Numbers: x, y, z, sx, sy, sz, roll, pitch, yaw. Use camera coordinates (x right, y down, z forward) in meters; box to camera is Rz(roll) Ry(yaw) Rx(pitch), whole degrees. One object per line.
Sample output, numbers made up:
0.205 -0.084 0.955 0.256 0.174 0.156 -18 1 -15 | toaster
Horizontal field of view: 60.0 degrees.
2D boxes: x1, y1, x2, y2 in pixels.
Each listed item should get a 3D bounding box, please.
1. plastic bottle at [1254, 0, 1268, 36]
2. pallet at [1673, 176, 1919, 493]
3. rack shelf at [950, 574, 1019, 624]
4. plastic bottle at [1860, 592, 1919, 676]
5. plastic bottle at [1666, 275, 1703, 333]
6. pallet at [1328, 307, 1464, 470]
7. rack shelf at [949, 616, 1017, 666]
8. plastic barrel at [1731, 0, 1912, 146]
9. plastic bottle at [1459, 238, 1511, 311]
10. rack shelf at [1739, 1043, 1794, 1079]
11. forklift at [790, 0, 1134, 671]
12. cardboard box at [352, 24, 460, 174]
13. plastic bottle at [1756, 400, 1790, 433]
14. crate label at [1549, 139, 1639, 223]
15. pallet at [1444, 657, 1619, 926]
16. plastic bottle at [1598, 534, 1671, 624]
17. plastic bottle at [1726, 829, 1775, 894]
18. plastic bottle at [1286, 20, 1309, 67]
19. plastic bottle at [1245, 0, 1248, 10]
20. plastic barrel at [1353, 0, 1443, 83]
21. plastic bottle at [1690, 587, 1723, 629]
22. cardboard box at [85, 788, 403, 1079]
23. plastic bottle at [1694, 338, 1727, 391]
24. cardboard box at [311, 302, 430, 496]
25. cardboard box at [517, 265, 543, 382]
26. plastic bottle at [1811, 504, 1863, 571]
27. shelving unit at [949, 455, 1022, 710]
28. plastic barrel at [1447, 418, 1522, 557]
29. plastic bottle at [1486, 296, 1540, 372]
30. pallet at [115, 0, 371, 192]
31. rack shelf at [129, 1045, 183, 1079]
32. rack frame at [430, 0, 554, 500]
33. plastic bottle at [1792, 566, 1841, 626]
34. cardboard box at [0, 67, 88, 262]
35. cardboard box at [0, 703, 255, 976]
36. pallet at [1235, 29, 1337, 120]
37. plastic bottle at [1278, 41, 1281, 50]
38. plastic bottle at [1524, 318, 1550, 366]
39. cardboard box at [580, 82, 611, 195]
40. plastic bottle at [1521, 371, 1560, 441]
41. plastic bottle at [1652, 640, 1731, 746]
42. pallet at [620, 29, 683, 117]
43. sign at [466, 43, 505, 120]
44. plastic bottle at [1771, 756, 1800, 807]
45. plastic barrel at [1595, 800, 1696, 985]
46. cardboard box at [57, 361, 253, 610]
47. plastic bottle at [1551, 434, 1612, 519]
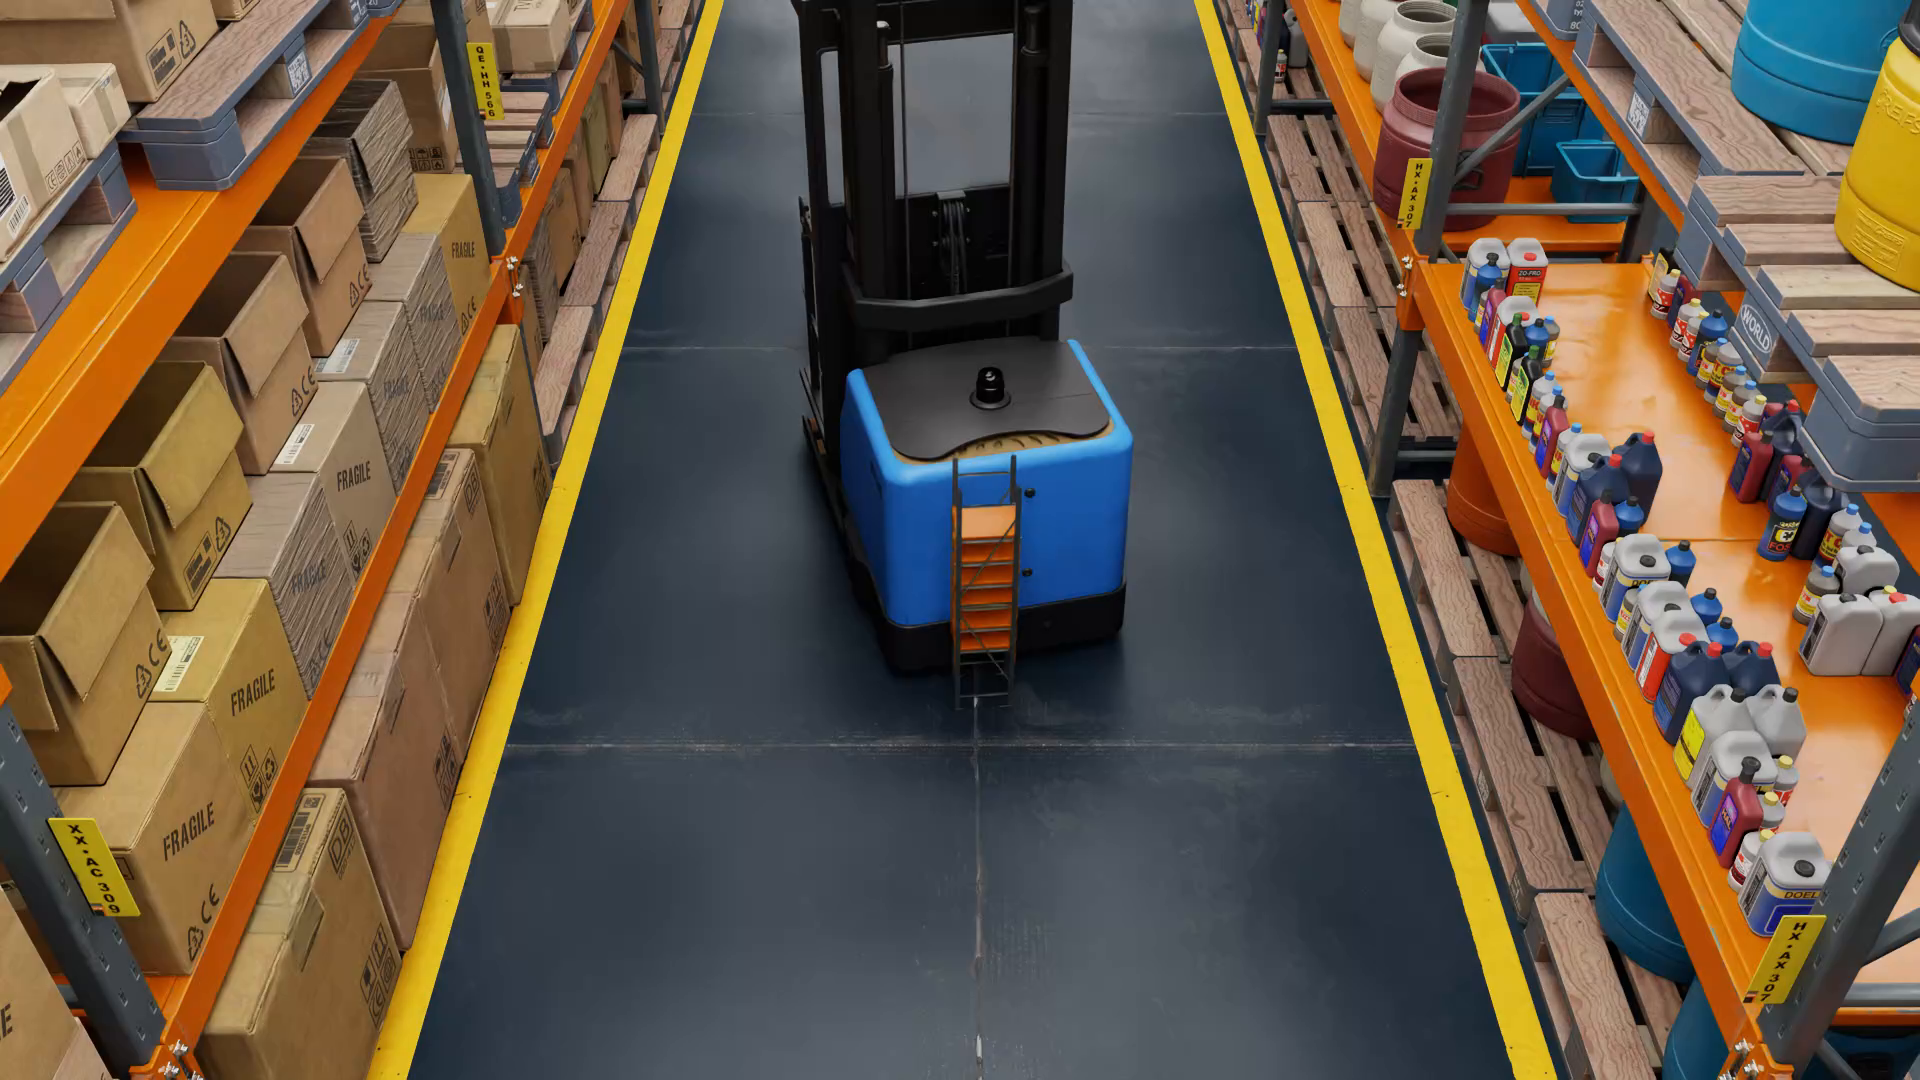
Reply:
2.182 -3.770 11.823 0.144 0.351 0.185 0 39 0 | plastic bottle
2.382 -0.492 3.718 1.213 0.211 1.003 0 39 0 | pallet
0.095 0.226 6.571 0.258 0.103 0.180 -3 43 -4 | rack shelf
2.860 0.275 5.108 0.152 0.276 0.135 0 39 0 | plastic bottle
2.903 -0.964 6.648 0.061 0.283 0.133 0 39 0 | plastic bottle
2.514 -0.803 8.583 1.003 0.211 1.213 0 39 0 | pallet
0.093 0.402 6.733 0.258 0.103 0.180 -3 43 -4 | rack shelf
2.326 -1.502 4.091 0.600 0.901 0.708 0 39 0 | plastic barrel
2.153 -1.087 6.807 0.152 0.276 0.135 0 39 0 | plastic bottle
2.483 2.626 2.649 1.077 0.370 4.000 0 39 0 | rack shelf
-0.157 -1.525 7.309 1.130 2.935 3.031 -9 40 -11 | forklift
-2.517 -1.943 7.361 0.500 0.500 0.500 -5 39 -6 | cardboard box
2.904 -0.394 5.936 0.061 0.283 0.133 0 39 0 | plastic bottle
2.850 -1.605 7.488 0.303 0.233 0.416 0 39 0 | crate label
2.517 0.936 6.414 1.003 0.211 1.213 0 39 0 | pallet
2.156 0.124 5.296 0.152 0.276 0.135 0 39 0 | plastic bottle
2.129 0.854 4.445 0.097 0.201 0.097 0 39 0 | plastic bottle
2.327 -3.449 11.421 0.144 0.351 0.185 0 39 0 | plastic bottle
2.158 -4.016 12.249 0.097 0.201 0.097 0 39 0 | plastic bottle
2.255 -2.633 8.528 0.433 0.535 0.433 0 39 0 | plastic barrel
2.281 0.259 5.131 0.097 0.271 0.097 0 39 0 | plastic bottle
-2.493 1.363 5.013 1.225 0.875 0.875 0 39 0 | cardboard box
2.886 -0.677 6.355 0.097 0.201 0.097 0 39 0 | plastic bottle
-2.230 -0.497 5.892 0.500 0.500 0.500 -1 39 -2 | cardboard box
-2.498 -1.018 8.269 0.700 0.500 0.500 -2 39 -2 | cardboard box
2.887 -0.002 5.457 0.097 0.271 0.097 0 39 0 | plastic bottle
0.095 0.193 6.541 0.258 1.200 0.189 -3 43 -4 | shelving unit
2.494 -0.418 7.272 0.600 0.830 0.708 0 39 0 | plastic barrel
2.154 -0.798 6.446 0.152 0.276 0.135 0 39 0 | plastic bottle
-2.419 -1.398 4.848 1.003 0.211 1.213 2 39 2 | pallet
-2.470 2.630 2.645 1.077 0.370 4.000 0 39 0 | rack shelf
-2.477 -1.403 7.102 1.000 3.000 0.127 0 39 0 | rack frame
2.735 0.170 5.298 0.097 0.201 0.097 0 39 0 | plastic bottle
-2.384 -0.887 3.795 0.500 0.311 0.500 -1 39 -2 | cardboard box
-2.223 0.772 4.309 0.500 0.500 0.500 0 39 0 | cardboard box
2.512 -3.240 11.624 1.003 0.211 1.213 0 39 0 | pallet
2.141 -3.320 11.315 0.061 0.283 0.133 2 39 2 | plastic bottle
2.187 -0.724 6.357 0.097 0.271 0.097 0 39 0 | plastic bottle
-2.521 -2.418 10.016 0.700 0.500 0.500 0 39 0 | cardboard box
2.127 -0.496 6.073 0.097 0.271 0.097 0 39 0 | plastic bottle
2.152 0.424 4.862 0.144 0.351 0.185 0 39 0 | plastic bottle
-2.518 -3.236 11.619 1.003 0.211 1.213 0 39 0 | pallet
-1.922 -1.857 6.743 0.100 0.325 0.005 0 39 0 | sign
2.281 0.686 4.654 0.097 0.201 0.097 0 39 0 | plastic bottle
2.496 0.967 5.487 0.600 0.901 0.708 0 39 0 | plastic barrel
-2.470 -0.161 4.670 0.797 0.503 0.637 0 39 0 | cardboard box
2.155 -0.220 5.725 0.152 0.276 0.135 0 39 0 | plastic bottle
